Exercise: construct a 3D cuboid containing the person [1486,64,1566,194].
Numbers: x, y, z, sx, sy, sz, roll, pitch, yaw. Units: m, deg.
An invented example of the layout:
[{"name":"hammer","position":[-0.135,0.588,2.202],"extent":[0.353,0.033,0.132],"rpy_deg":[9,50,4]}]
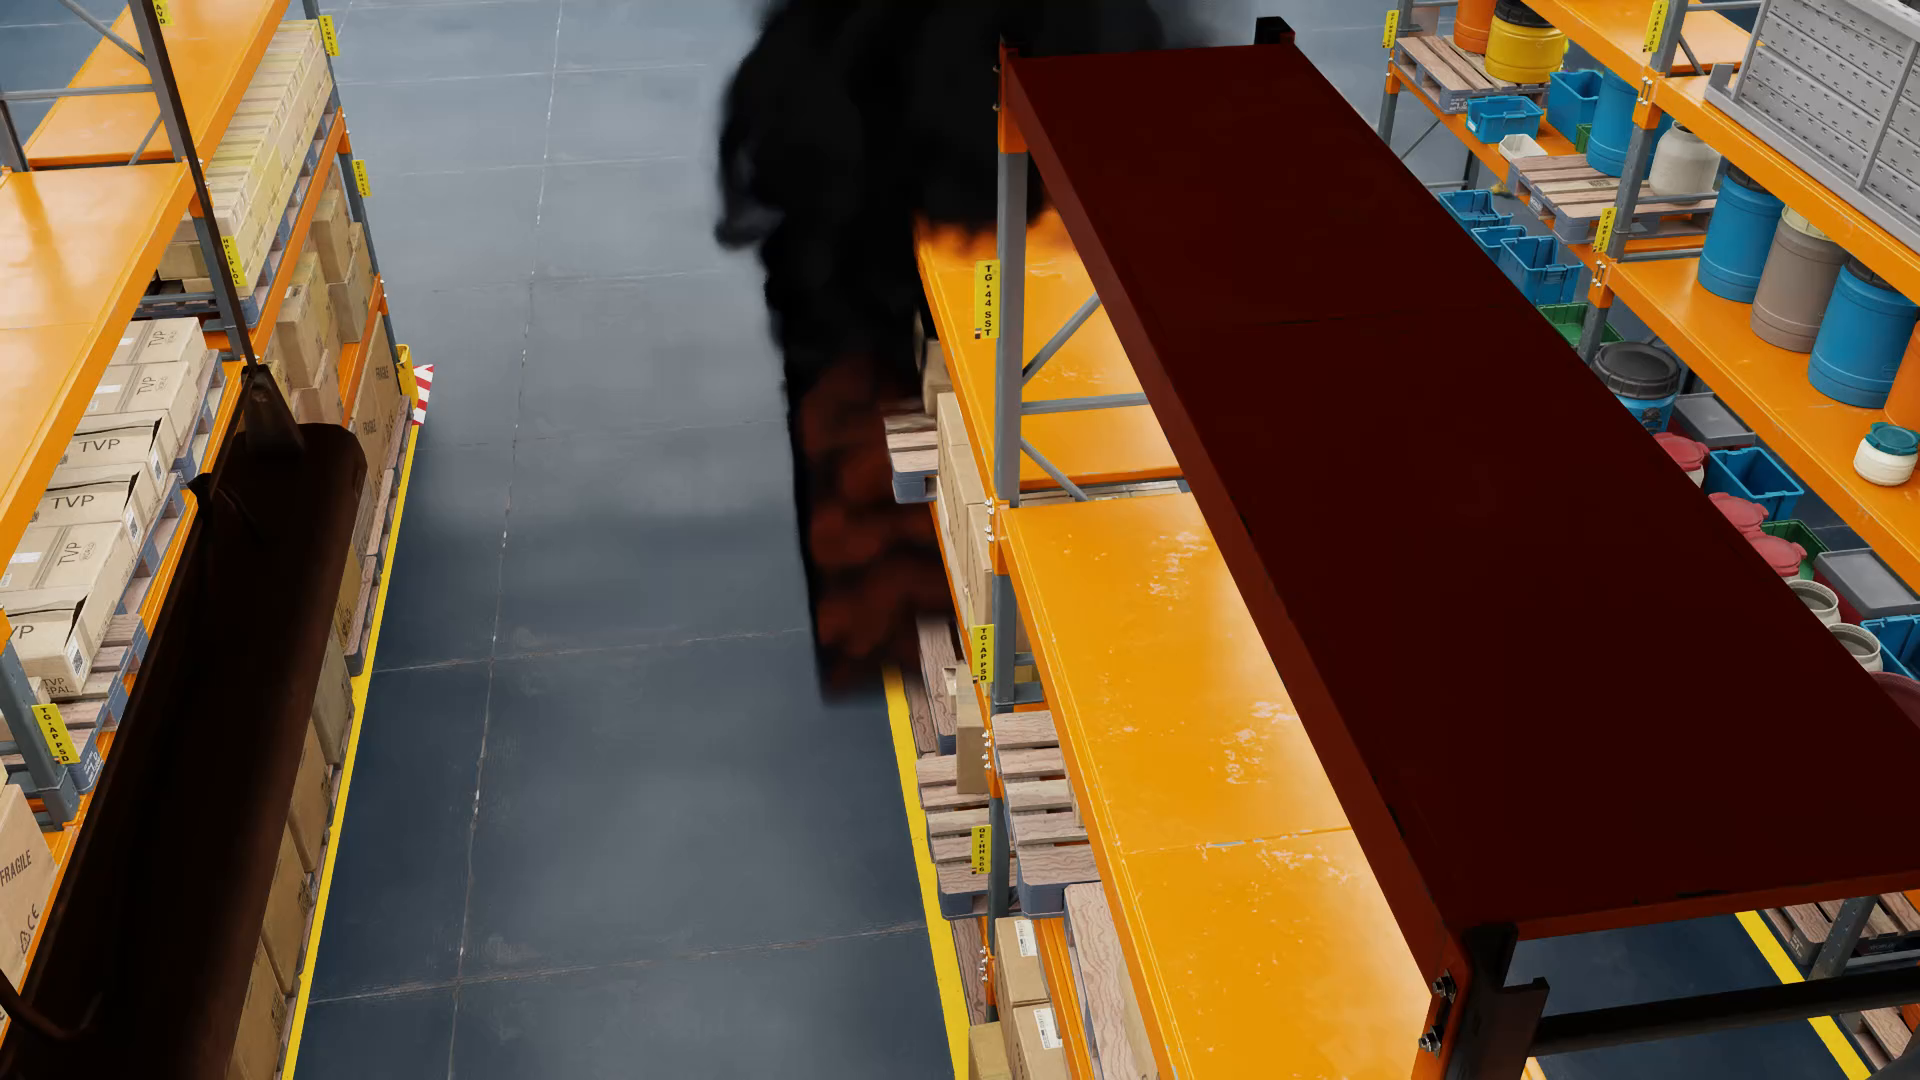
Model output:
[{"name":"person","position":[6.426,-4.588,18.300],"extent":[0.948,1.648,0.653],"rpy_deg":[11,38,14]}]
